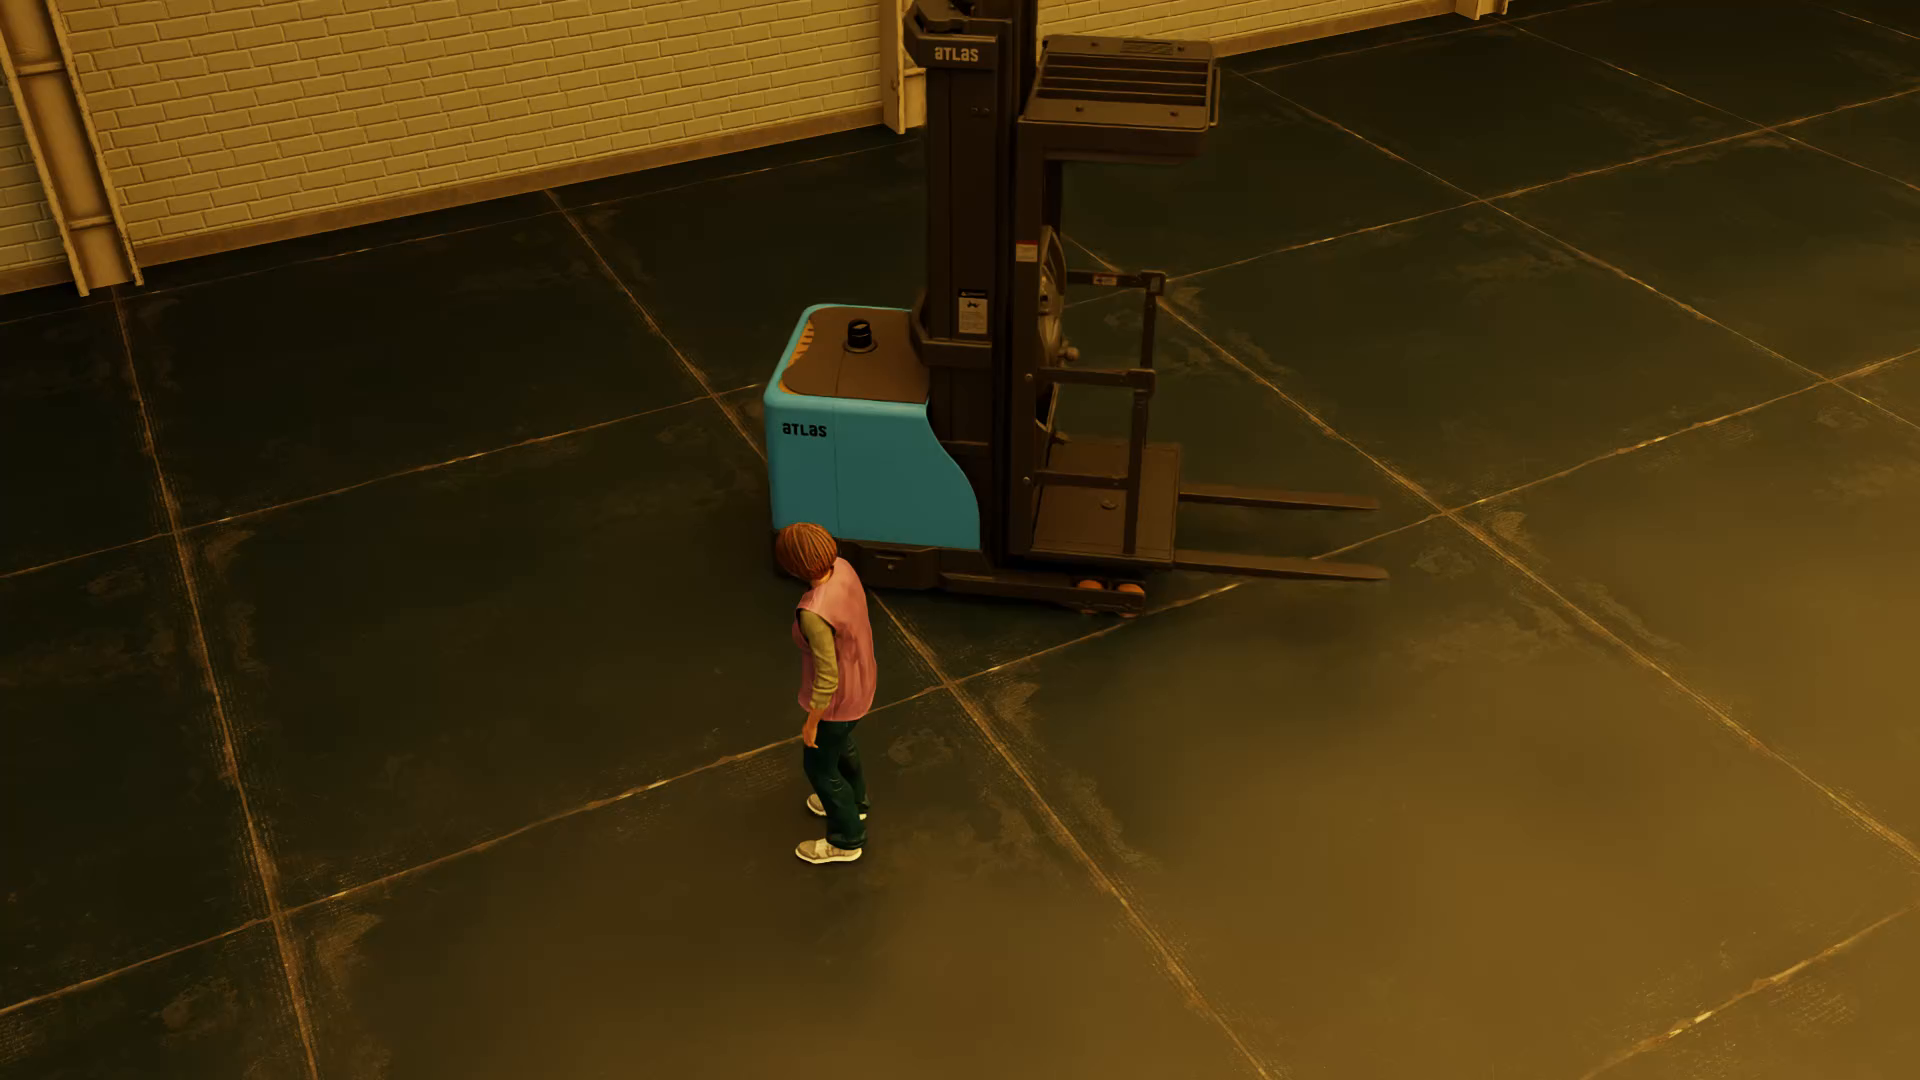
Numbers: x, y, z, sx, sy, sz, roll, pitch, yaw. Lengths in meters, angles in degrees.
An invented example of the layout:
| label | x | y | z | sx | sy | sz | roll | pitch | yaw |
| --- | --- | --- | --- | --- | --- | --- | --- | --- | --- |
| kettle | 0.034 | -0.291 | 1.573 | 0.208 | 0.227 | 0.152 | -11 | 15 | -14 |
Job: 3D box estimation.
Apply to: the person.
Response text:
| label | x | y | z | sx | sy | sz | roll | pitch | yaw |
| --- | --- | --- | --- | --- | --- | --- | --- | --- | --- |
| person | -0.507 | 0.592 | 6.446 | 0.357 | 1.592 | 0.491 | 7 | 36 | 9 |

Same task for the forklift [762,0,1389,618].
| label | x | y | z | sx | sy | sz | roll | pitch | yaw |
| --- | --- | --- | --- | --- | --- | --- | --- | --- | --- |
| forklift | 0.616 | -1.147 | 7.746 | 3.031 | 2.935 | 1.130 | 5 | 36 | 7 |
